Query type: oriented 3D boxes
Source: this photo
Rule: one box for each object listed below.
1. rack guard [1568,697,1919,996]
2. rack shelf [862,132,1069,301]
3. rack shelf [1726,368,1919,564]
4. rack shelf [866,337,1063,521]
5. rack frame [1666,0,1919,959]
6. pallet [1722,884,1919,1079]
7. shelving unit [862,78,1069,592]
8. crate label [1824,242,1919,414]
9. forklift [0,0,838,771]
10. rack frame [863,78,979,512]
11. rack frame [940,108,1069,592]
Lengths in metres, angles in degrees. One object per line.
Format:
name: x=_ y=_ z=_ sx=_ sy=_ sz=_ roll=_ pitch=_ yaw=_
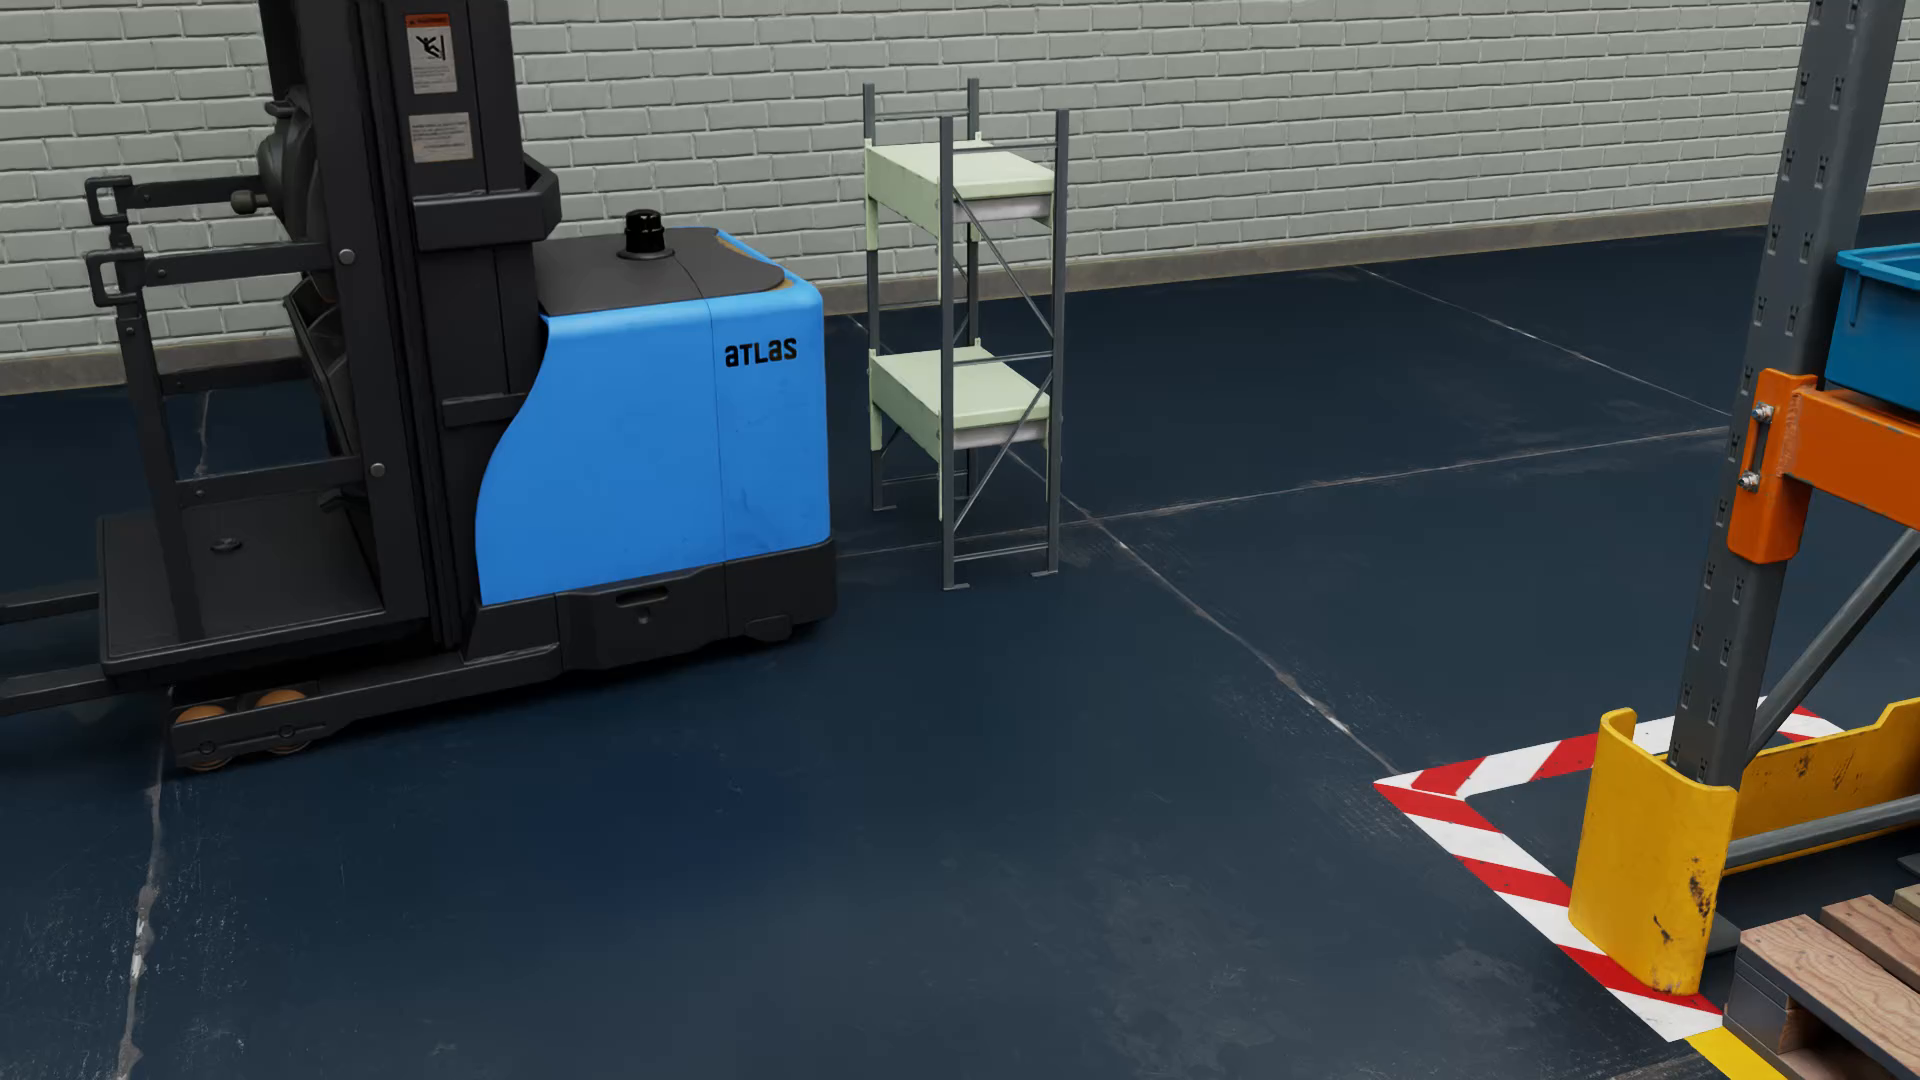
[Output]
rack guard: x=1.954 y=0.590 z=3.706 sx=1.175 sy=0.500 sz=0.348 roll=-8 pitch=24 yaw=-19
rack shelf: x=0.002 y=-1.048 z=5.301 sx=0.431 sy=0.370 sz=0.720 roll=-8 pitch=24 yaw=-19
rack shelf: x=2.681 y=0.504 z=1.619 sx=1.077 sy=0.370 sz=4.000 roll=-8 pitch=24 yaw=-19
rack shelf: x=0.002 y=-0.388 z=5.580 sx=0.431 sy=0.370 sz=0.720 roll=-8 pitch=24 yaw=-19
rack frame: x=1.974 y=-0.555 z=3.204 sx=1.000 sy=3.000 sz=0.127 roll=-8 pitch=24 yaw=-19
pallet: x=2.230 y=1.035 z=3.022 sx=1.003 sy=0.211 sz=1.213 roll=-8 pitch=24 yaw=-19
shelving unit: x=0.002 y=-0.689 z=5.453 sx=0.431 sy=1.500 sz=0.755 roll=-8 pitch=24 yaw=-19
crate label: x=1.754 y=-0.370 z=2.905 sx=0.416 sy=0.233 sz=0.303 roll=-8 pitch=24 yaw=-19
forklift: x=-1.929 y=-0.985 z=4.313 sx=3.031 sy=2.935 sz=1.130 roll=-11 pitch=25 yaw=-24
rack frame: x=-0.127 y=-0.822 z=5.768 sx=0.400 sy=1.500 sz=0.023 roll=-8 pitch=24 yaw=-19
rack frame: x=0.132 y=-0.556 z=5.137 sx=0.400 sy=1.500 sz=0.023 roll=-8 pitch=24 yaw=-19
